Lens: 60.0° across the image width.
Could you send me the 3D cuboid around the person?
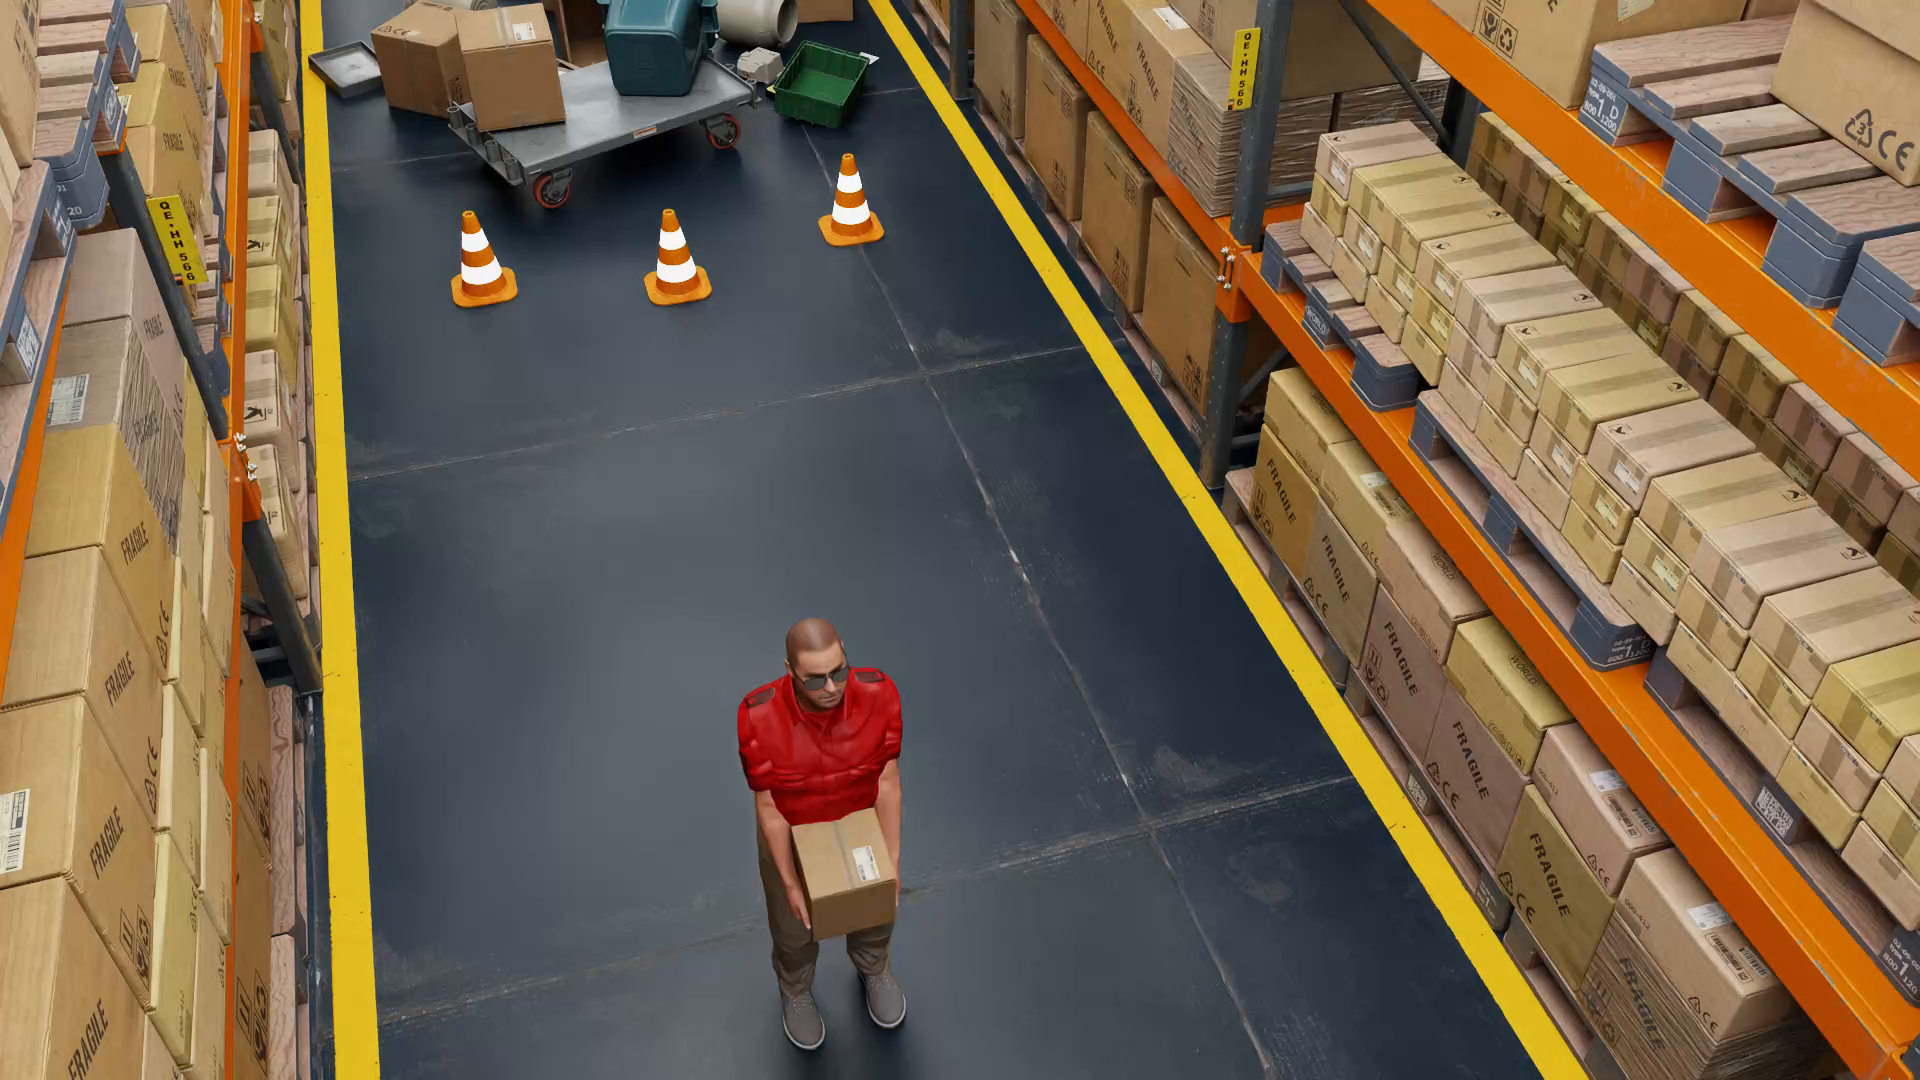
[{"bbox_3d":[-0.373,0.978,5.093,0.490,1.722,0.524,-12,43,-13],"label":"person"}]
